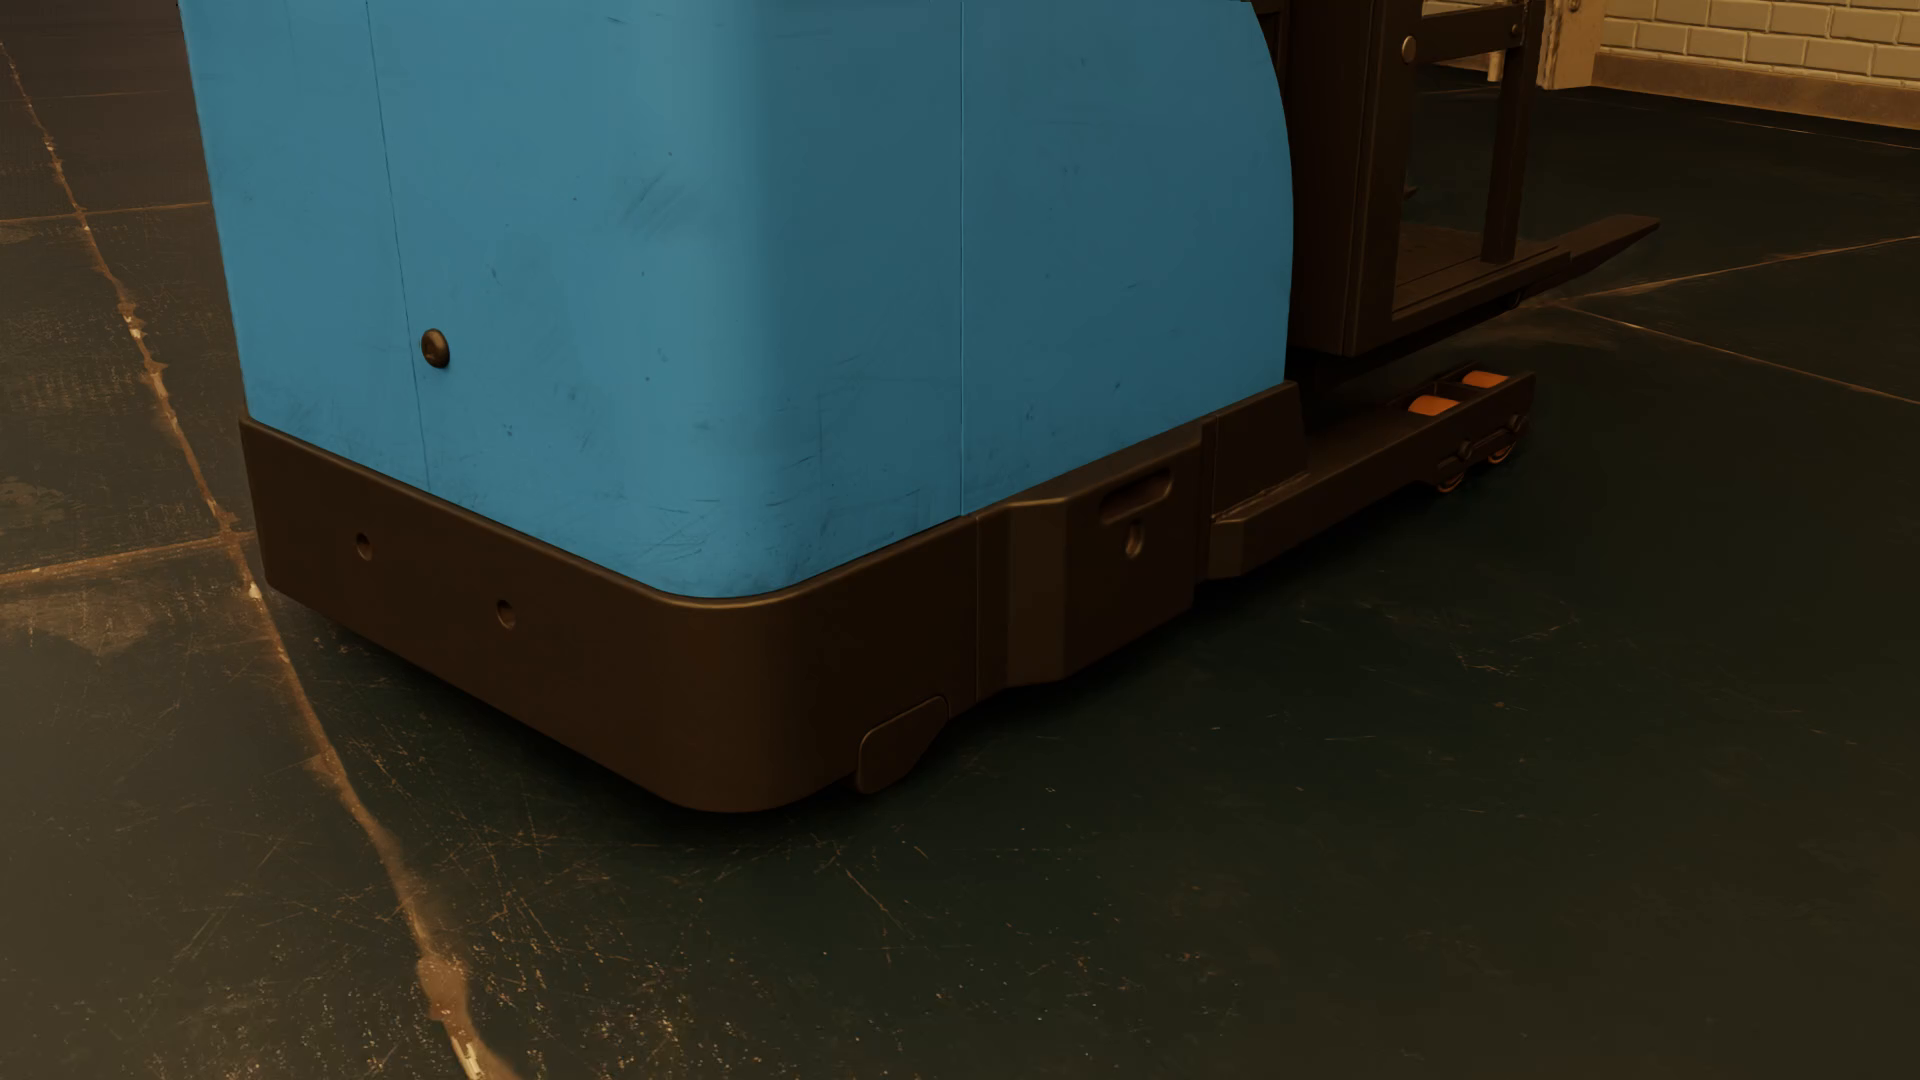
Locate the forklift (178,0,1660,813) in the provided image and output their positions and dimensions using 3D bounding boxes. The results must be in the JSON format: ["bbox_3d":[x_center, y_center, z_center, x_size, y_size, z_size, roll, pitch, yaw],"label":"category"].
[{"bbox_3d":[0.375,-1.548,2.546,1.130,2.935,3.031,18,29,38],"label":"forklift"}]
